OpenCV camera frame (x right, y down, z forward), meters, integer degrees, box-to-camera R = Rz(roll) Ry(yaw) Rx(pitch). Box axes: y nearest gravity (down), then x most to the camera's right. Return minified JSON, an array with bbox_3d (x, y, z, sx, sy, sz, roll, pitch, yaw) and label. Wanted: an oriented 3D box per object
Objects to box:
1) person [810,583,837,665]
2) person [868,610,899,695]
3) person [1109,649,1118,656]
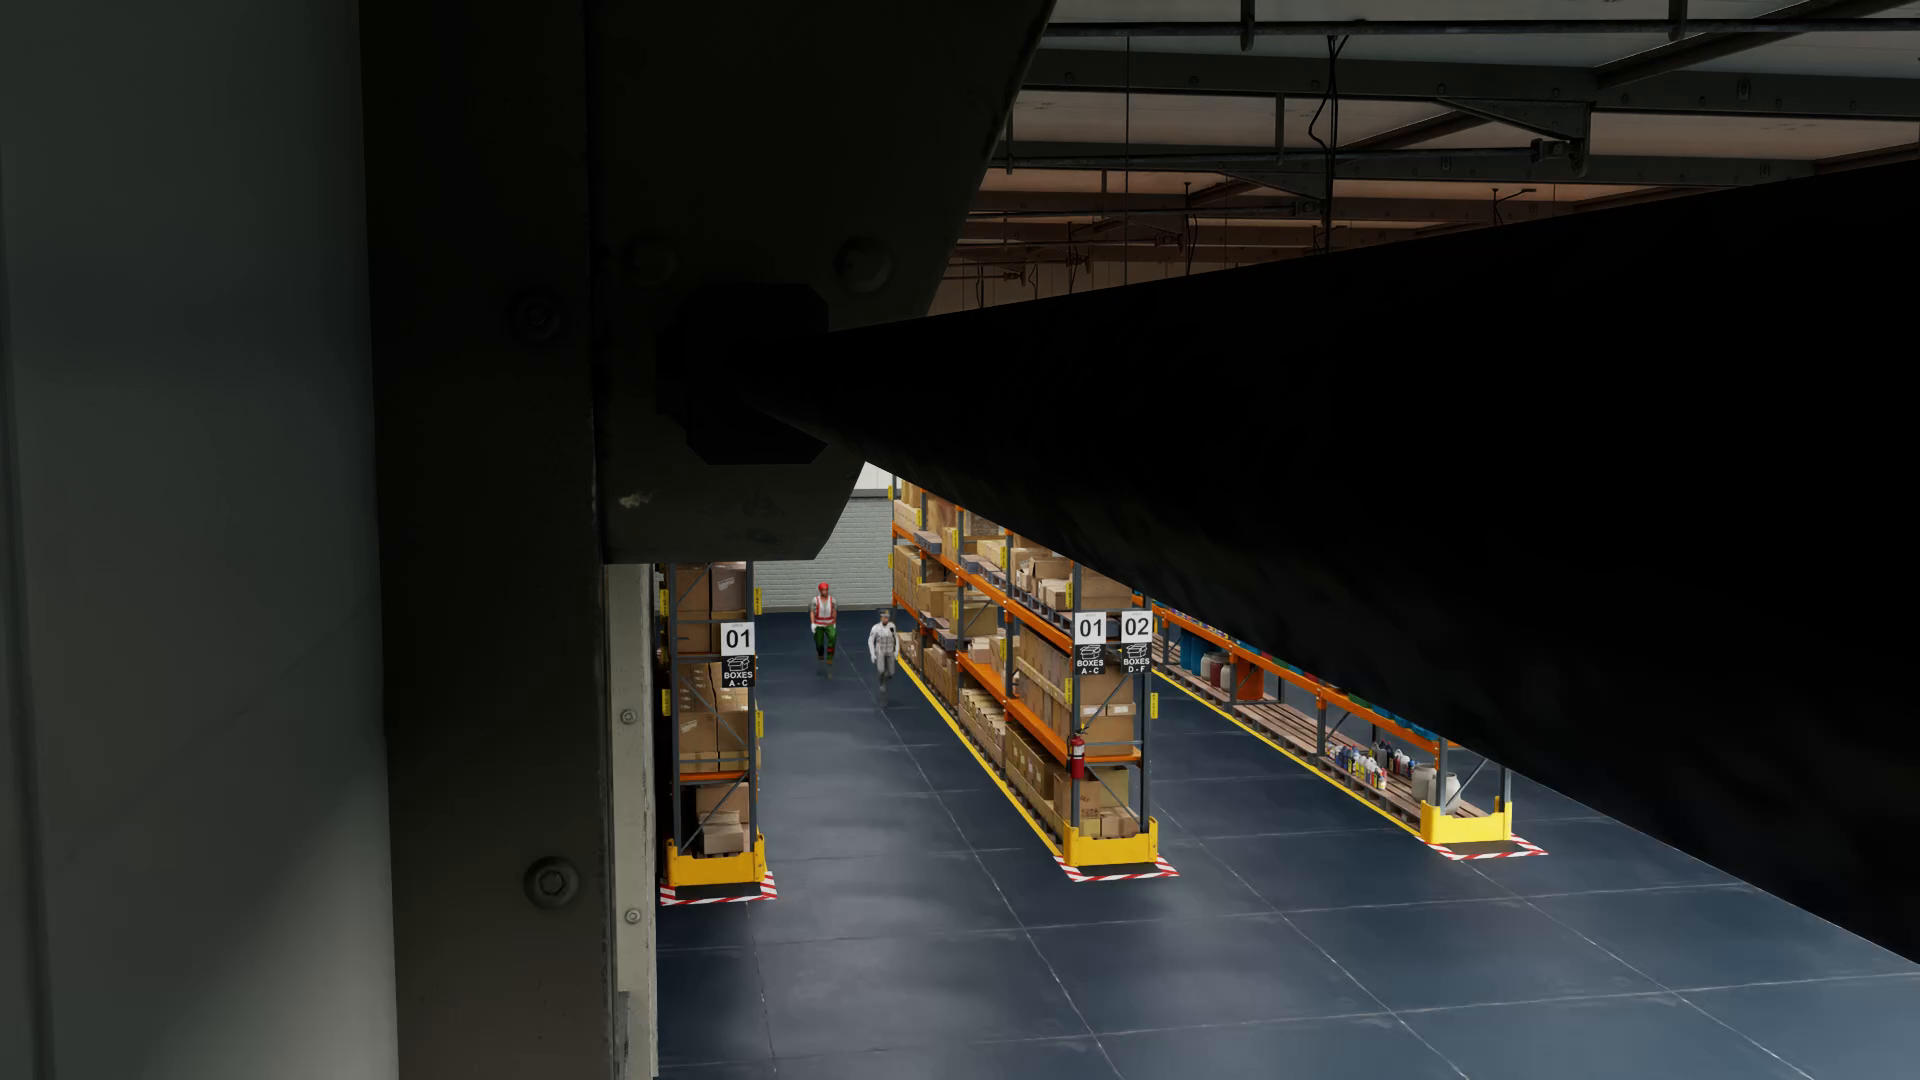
[{"bbox_3d":[-2.728,1.658,33.279,0.546,1.602,1.076,-1,6,-8],"label":"person"},{"bbox_3d":[-1.396,2.080,30.560,0.583,1.638,0.614,-2,7,-18],"label":"person"},{"bbox_3d":[2.898,1.993,32.388,0.709,1.688,0.716,0,6,-1],"label":"person"}]
